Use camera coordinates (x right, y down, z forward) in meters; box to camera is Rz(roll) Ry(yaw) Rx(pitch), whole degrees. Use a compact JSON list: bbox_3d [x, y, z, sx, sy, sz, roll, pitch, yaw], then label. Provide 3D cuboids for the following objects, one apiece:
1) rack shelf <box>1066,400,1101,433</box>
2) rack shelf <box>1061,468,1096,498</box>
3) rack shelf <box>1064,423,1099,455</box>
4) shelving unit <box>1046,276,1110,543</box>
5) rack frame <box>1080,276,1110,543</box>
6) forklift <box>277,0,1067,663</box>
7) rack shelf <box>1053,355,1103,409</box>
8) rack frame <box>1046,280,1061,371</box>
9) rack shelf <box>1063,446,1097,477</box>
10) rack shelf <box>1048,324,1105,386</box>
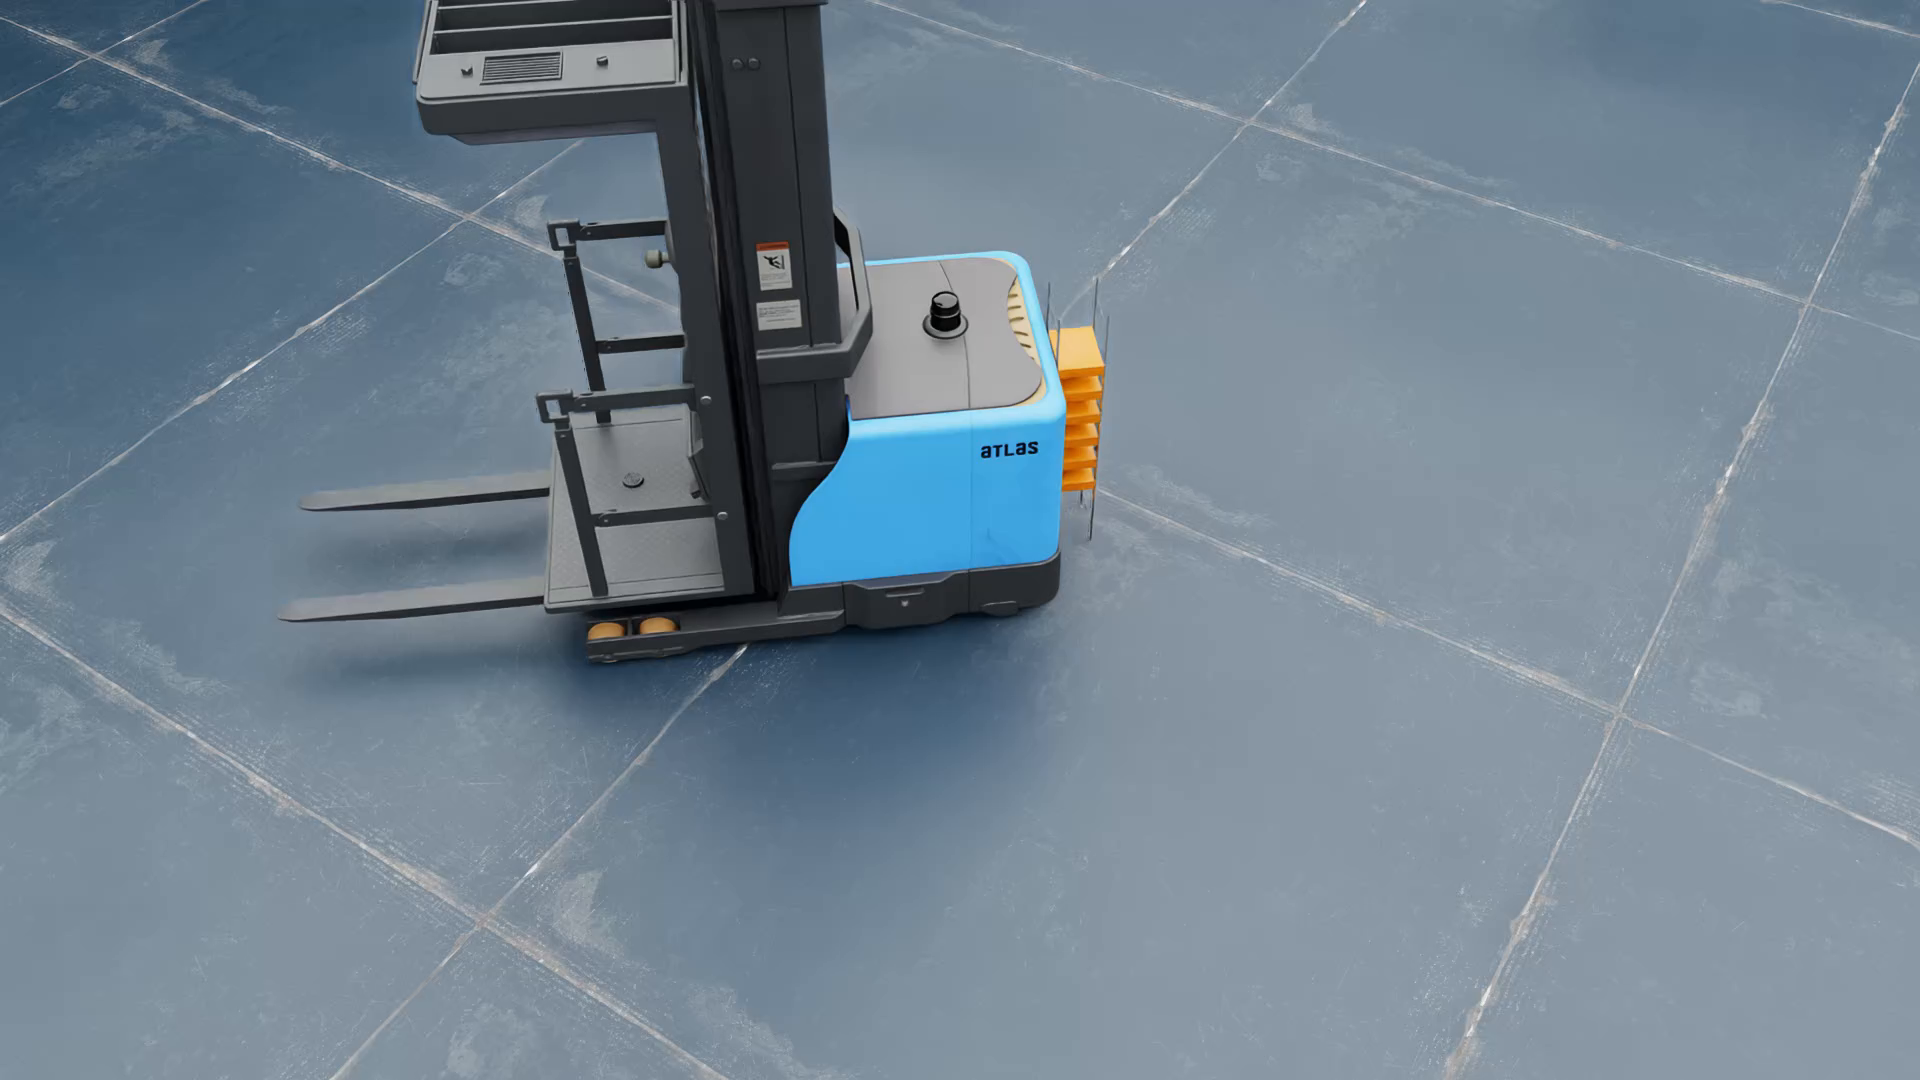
[{"bbox_3d":[0.441,-0.535,6.550,0.180,0.103,0.258,-6,46,-5],"label":"rack shelf"},{"bbox_3d":[0.441,-0.284,6.808,0.180,0.103,0.258,-6,46,-5],"label":"rack shelf"},{"bbox_3d":[0.441,-0.452,6.636,0.180,0.103,0.258,-6,46,-5],"label":"rack shelf"},{"bbox_3d":[0.441,-0.482,6.604,0.189,1.200,0.258,-6,46,-5],"label":"shelving unit"},{"bbox_3d":[0.532,-0.491,6.613,0.006,1.200,0.240,-6,46,-5],"label":"rack frame"},{"bbox_3d":[-1.160,-0.947,5.849,3.031,2.935,1.130,-6,46,-5],"label":"forklift"},{"bbox_3d":[0.441,-0.619,6.464,0.180,0.103,0.258,-6,46,-5],"label":"rack shelf"},{"bbox_3d":[0.350,-0.474,6.596,0.006,1.200,0.240,-6,46,-5],"label":"rack frame"},{"bbox_3d":[0.441,-0.368,6.722,0.180,0.103,0.258,-6,46,-5],"label":"rack shelf"},{"bbox_3d":[0.441,-0.702,6.378,0.180,0.103,0.258,-6,46,-5],"label":"rack shelf"}]
